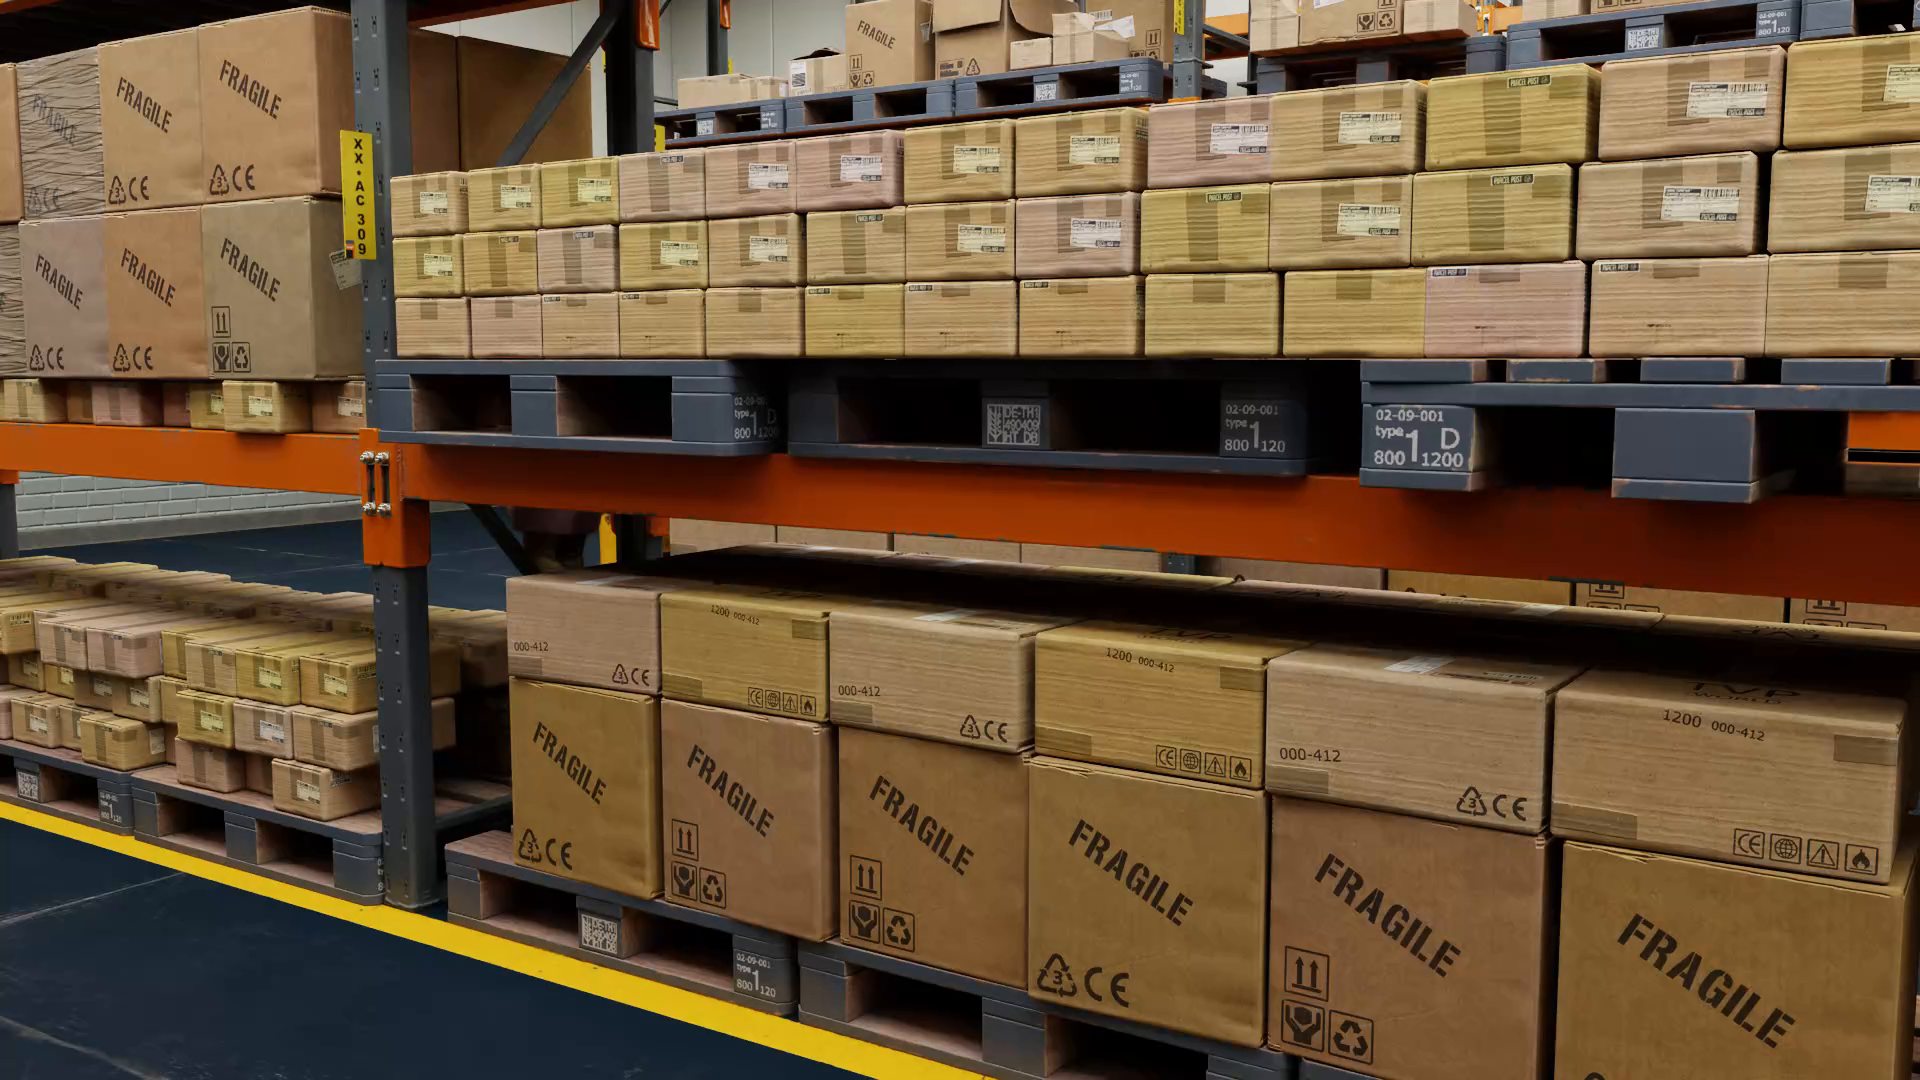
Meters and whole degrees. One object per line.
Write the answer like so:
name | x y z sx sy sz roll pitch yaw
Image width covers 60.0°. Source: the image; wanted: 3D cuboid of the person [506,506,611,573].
person | -1.961 -0.274 8.215 0.586 1.744 0.900 -4 7 -33
